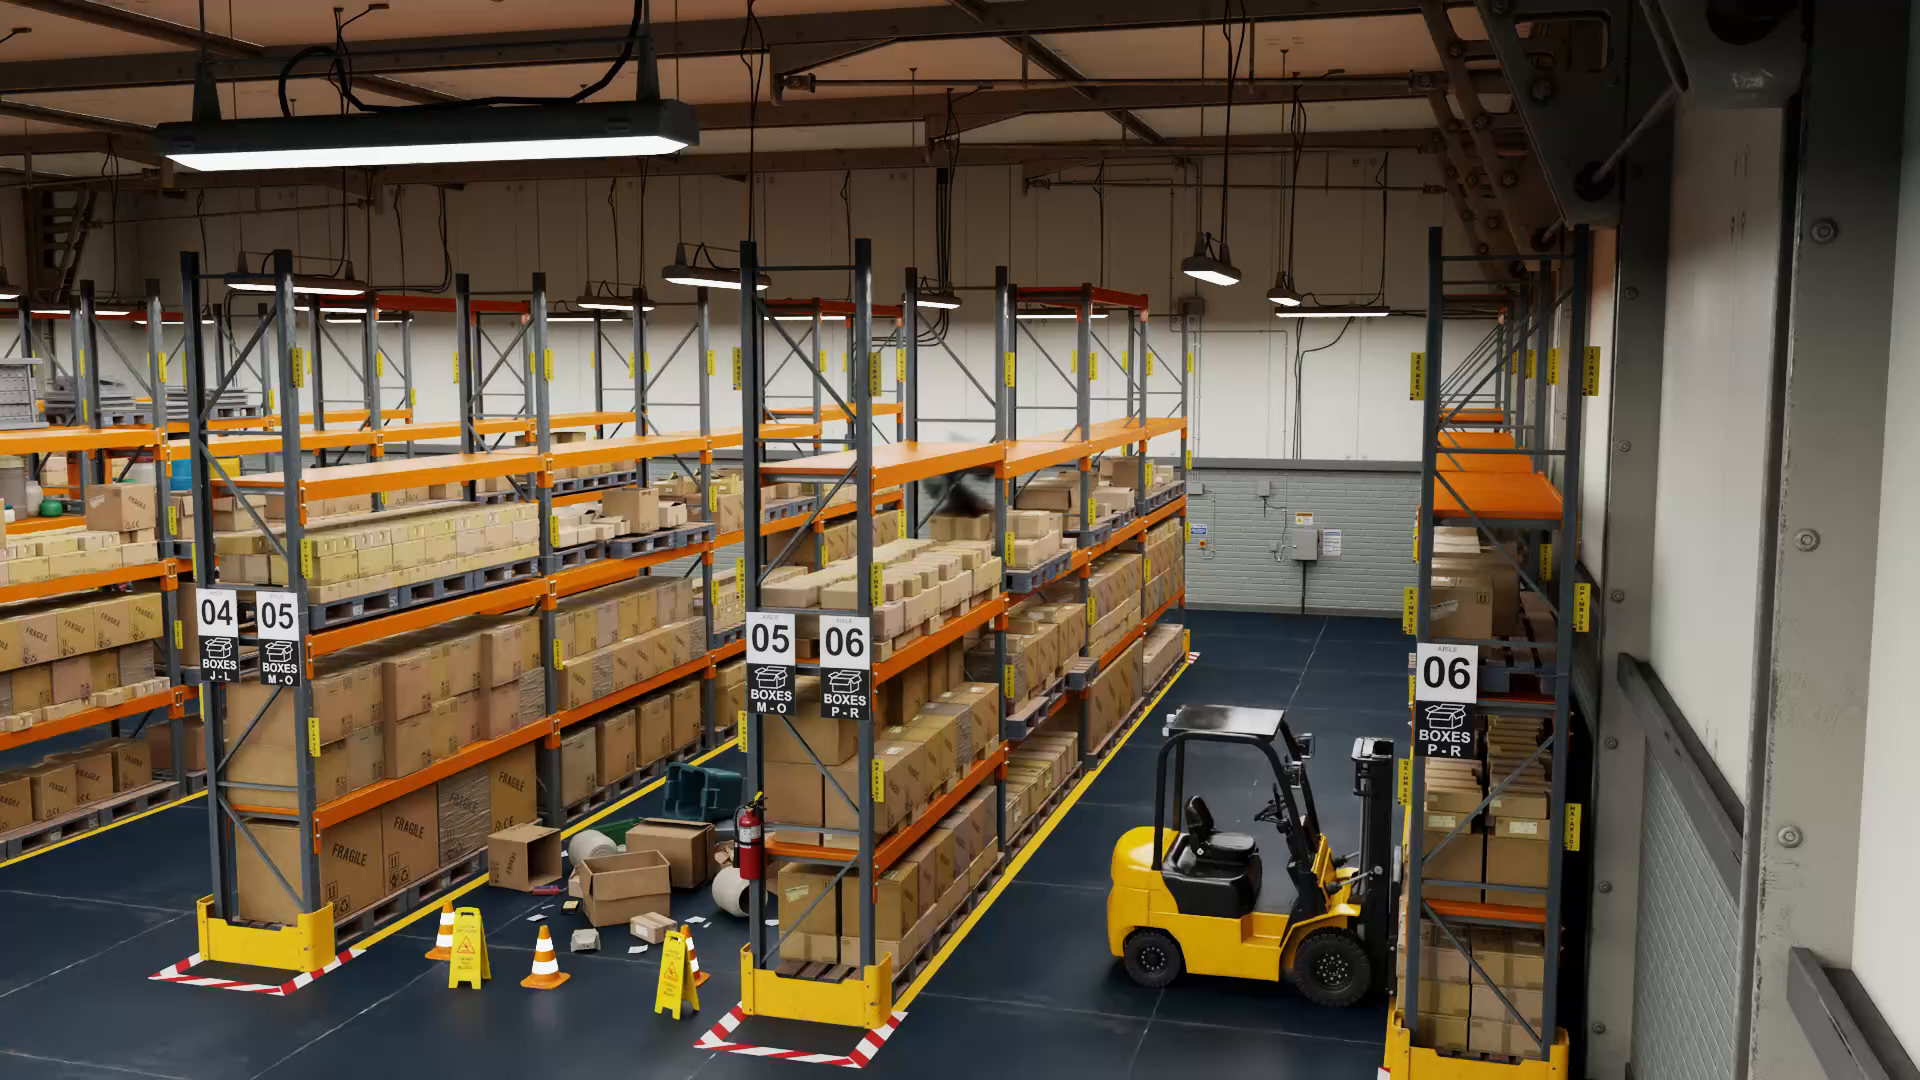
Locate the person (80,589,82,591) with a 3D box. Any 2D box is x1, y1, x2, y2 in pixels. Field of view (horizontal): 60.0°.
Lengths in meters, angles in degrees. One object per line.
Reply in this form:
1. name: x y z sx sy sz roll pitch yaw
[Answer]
1. person: -15.088 1.197 27.957 0.639 1.738 0.695 0 6 3
